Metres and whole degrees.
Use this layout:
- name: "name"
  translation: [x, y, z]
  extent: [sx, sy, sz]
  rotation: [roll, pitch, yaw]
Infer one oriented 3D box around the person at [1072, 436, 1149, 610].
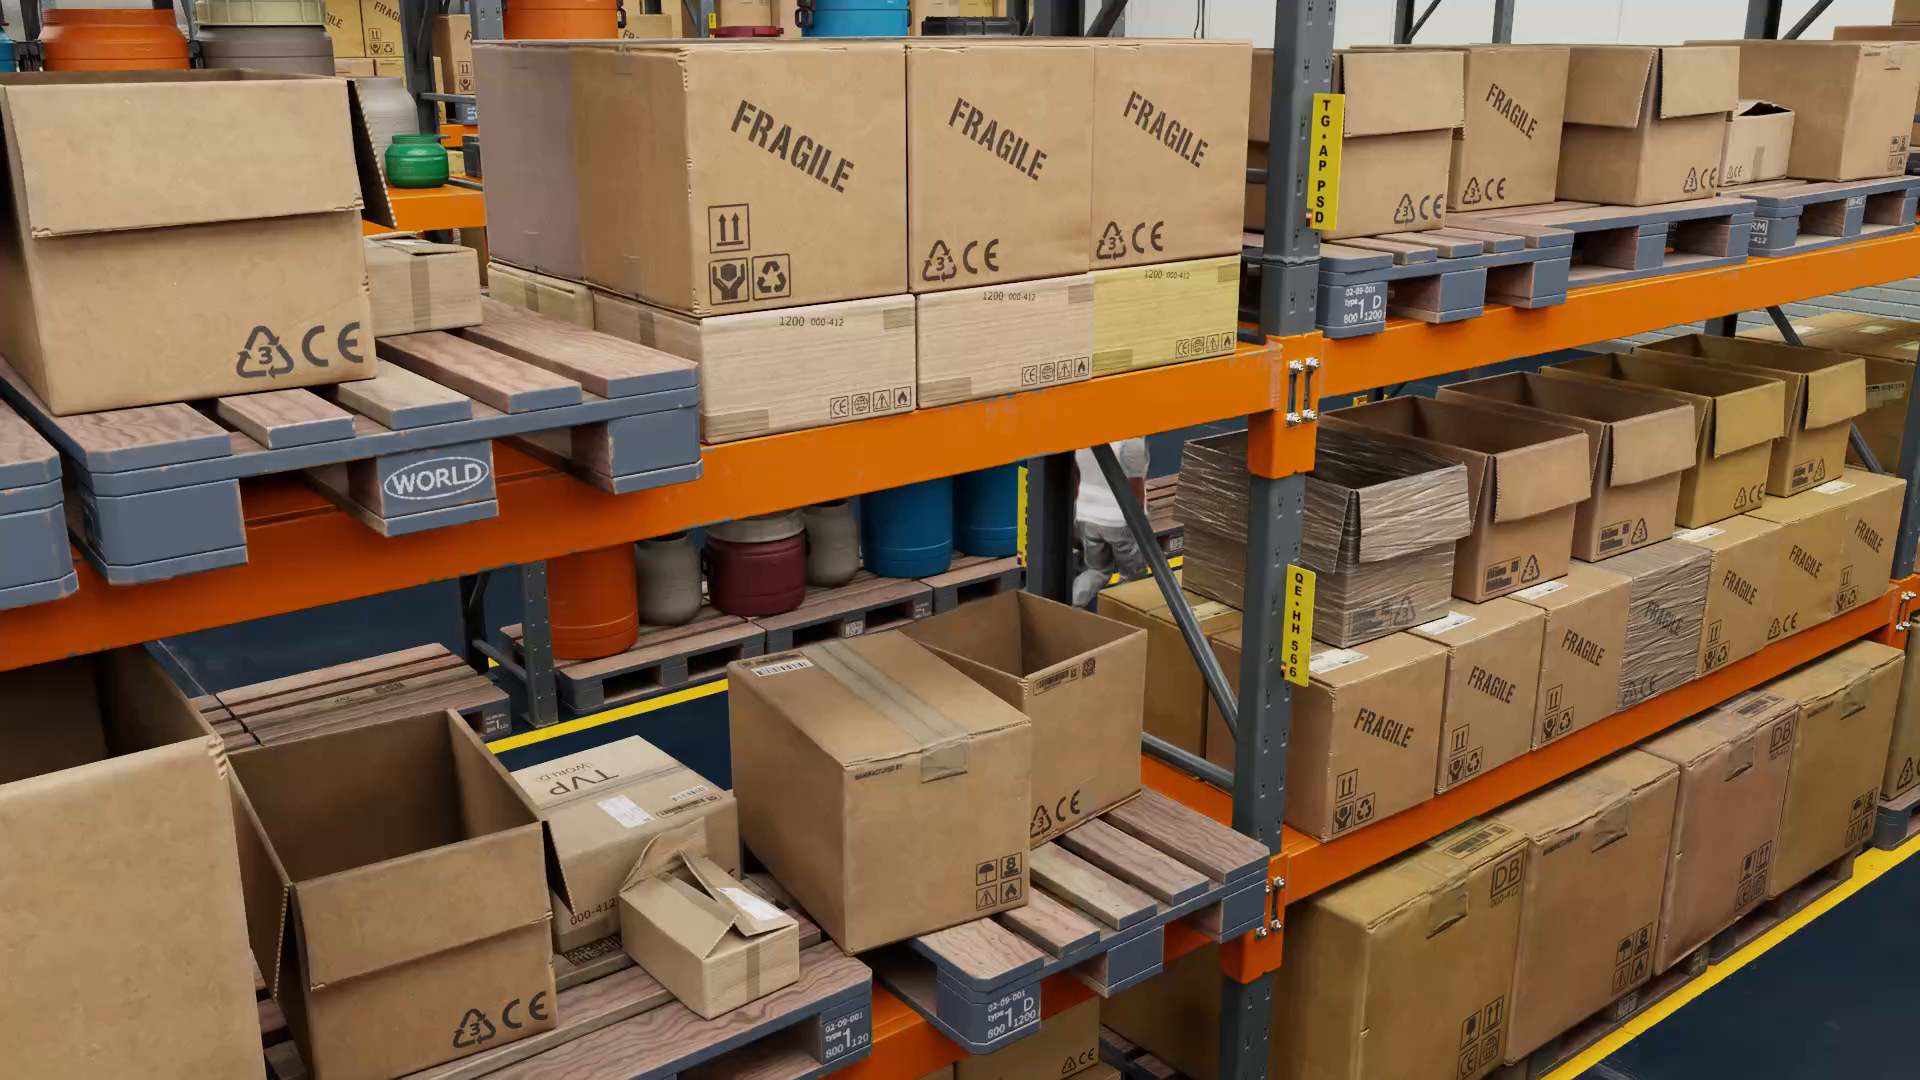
- name: "person"
  translation: [0.793, -0.145, 9.299]
  extent: [0.534, 1.707, 0.566]
  rotation: [-16, 23, -41]
